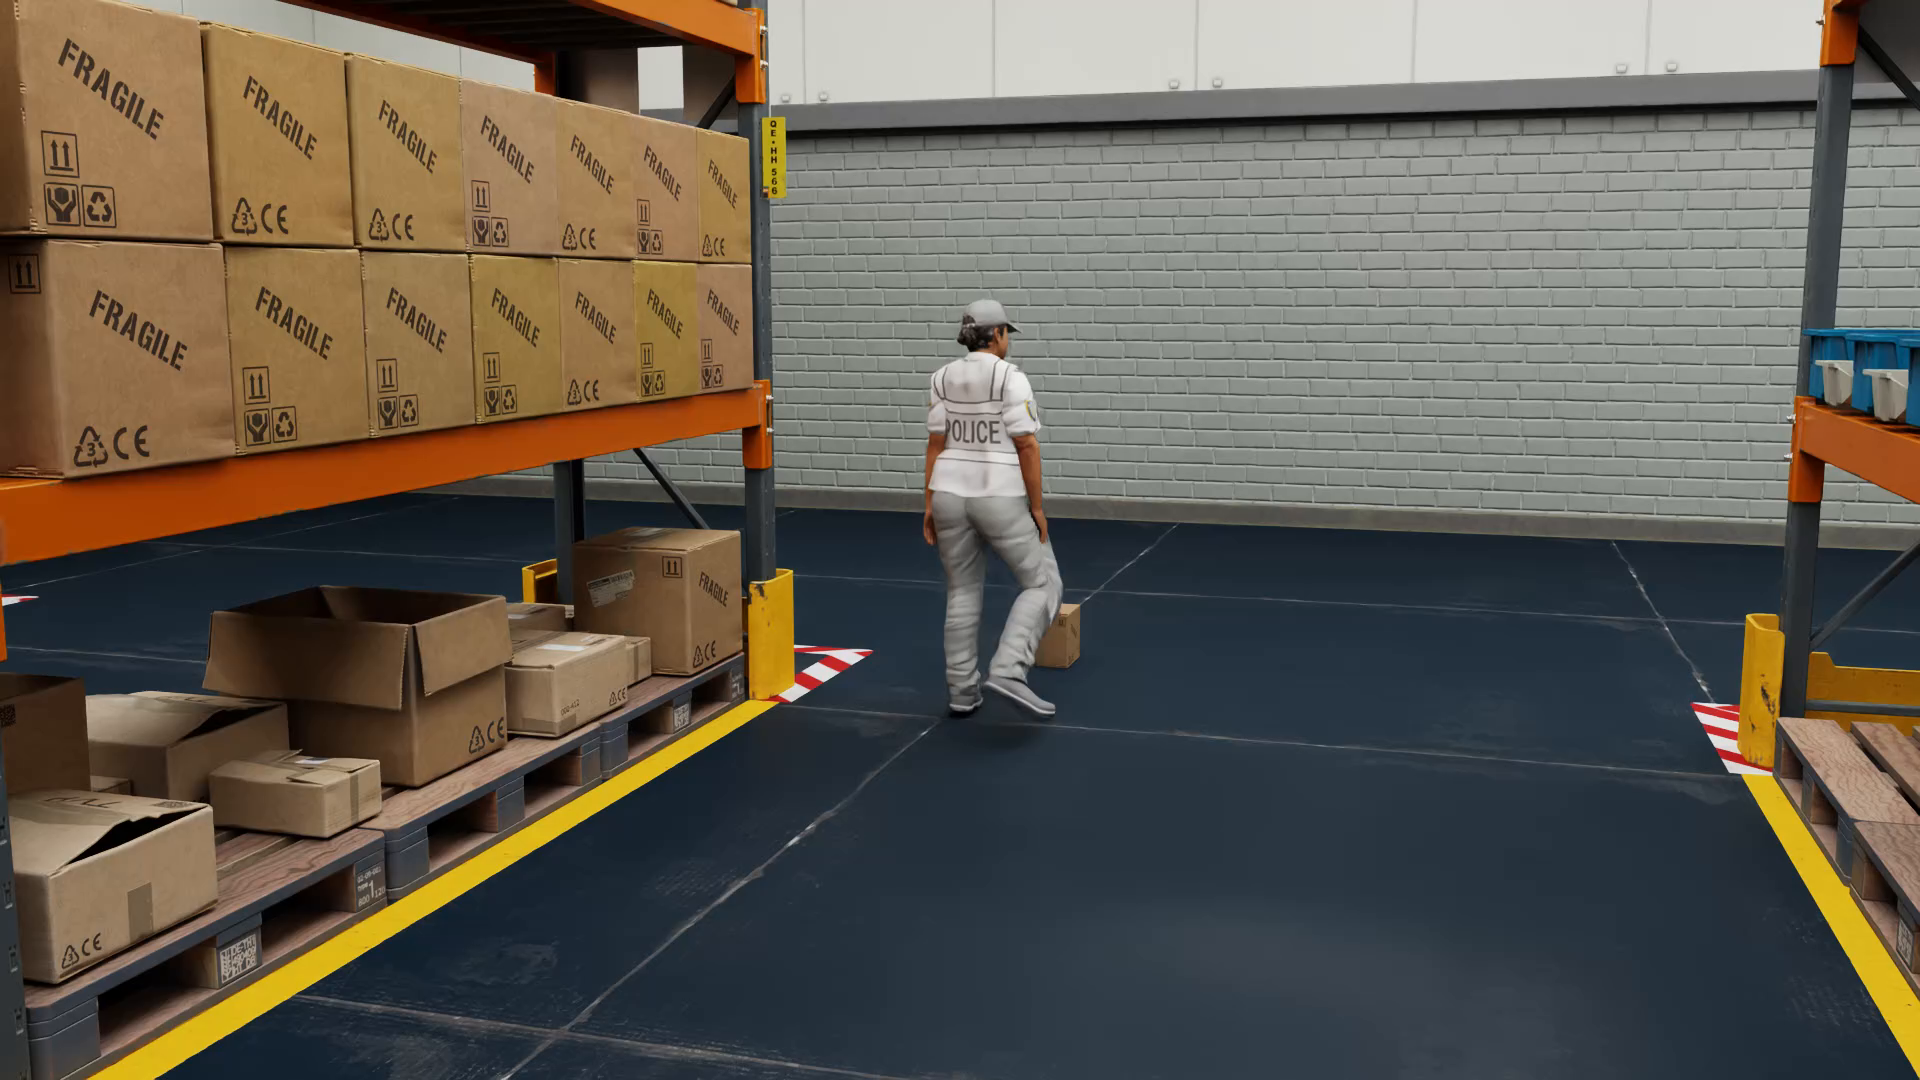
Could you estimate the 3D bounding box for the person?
[{"bbox_3d":[0.144,-0.120,6.587,0.657,1.656,0.532,5,10,31],"label":"person"}]
